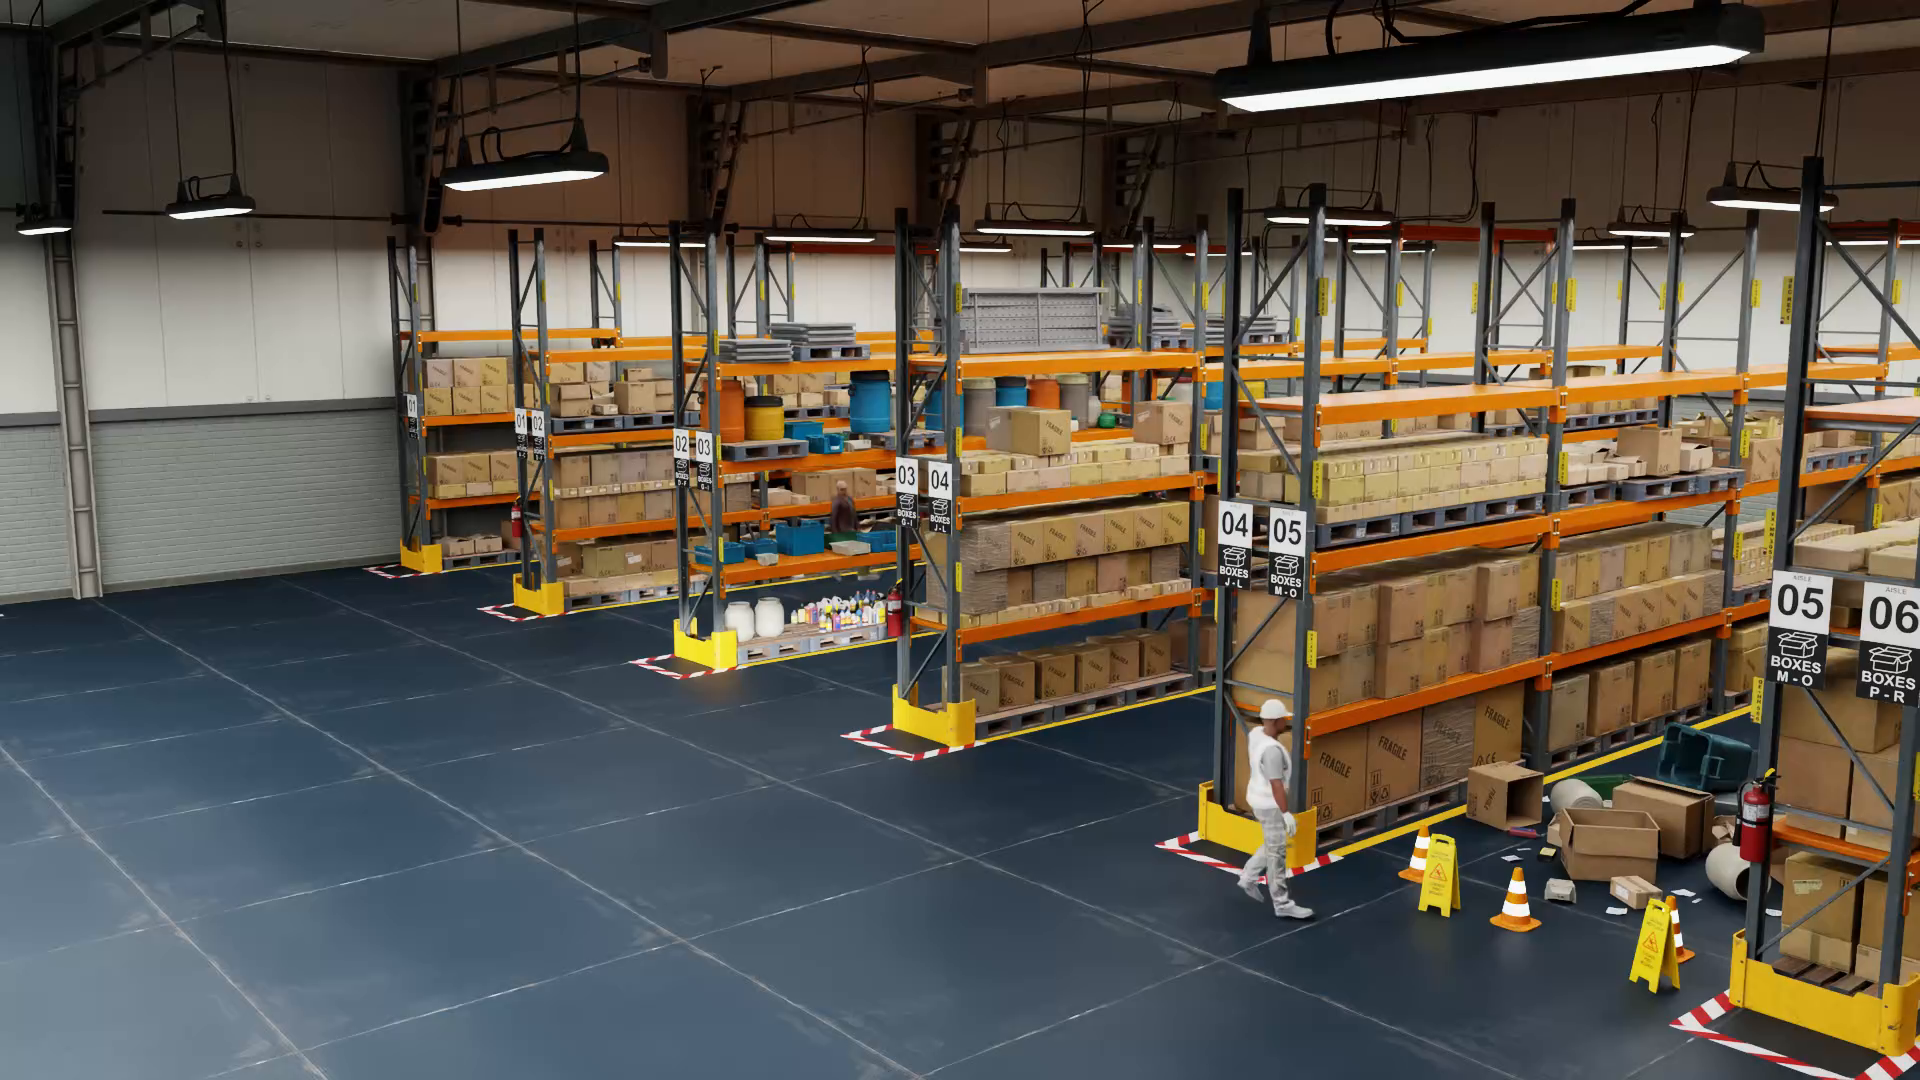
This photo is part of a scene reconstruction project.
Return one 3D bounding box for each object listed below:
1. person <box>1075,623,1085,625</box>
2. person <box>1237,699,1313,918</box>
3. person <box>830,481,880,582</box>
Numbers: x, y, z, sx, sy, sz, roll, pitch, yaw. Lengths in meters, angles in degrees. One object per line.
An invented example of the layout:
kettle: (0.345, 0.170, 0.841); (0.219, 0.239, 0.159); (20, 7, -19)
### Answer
person: (1.873, 0.340, 24.014); (0.720, 1.695, 1.008); (8, 12, 42)
person: (2.608, 2.184, 13.701); (0.596, 1.778, 0.680); (0, 9, 2)
person: (-1.782, -0.131, 27.458); (0.907, 1.721, 0.541); (1, 9, 9)
